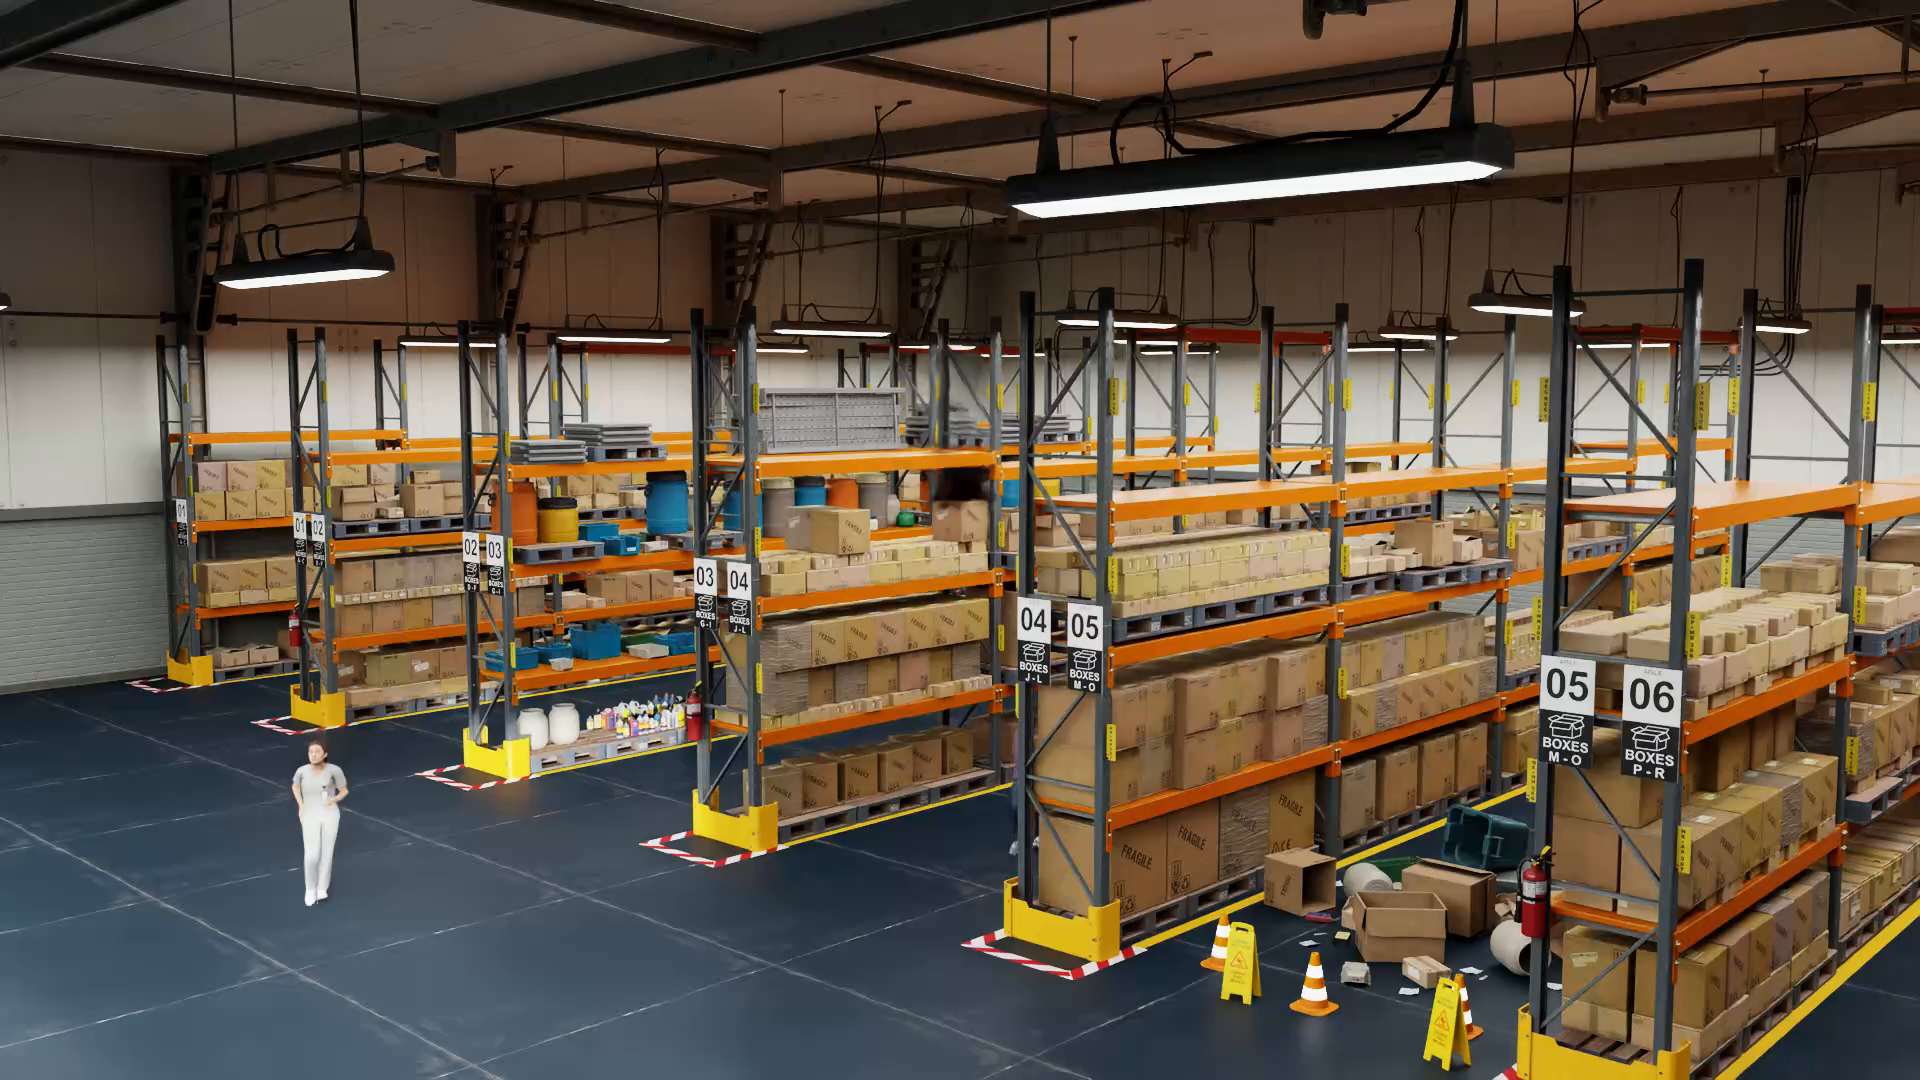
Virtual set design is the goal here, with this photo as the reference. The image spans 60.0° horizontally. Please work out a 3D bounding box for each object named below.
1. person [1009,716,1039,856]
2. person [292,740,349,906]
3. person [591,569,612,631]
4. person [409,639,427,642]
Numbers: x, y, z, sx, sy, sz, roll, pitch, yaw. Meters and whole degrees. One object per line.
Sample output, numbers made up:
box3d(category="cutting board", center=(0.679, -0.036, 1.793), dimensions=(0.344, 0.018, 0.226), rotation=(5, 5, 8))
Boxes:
box3d(category="person", center=(0.765, 2.660, 18.251), dimensions=(0.527, 1.620, 0.705), rotation=(3, 6, 28))
box3d(category="person", center=(-6.332, 2.798, 16.468), dimensions=(0.542, 1.660, 0.648), rotation=(-2, 6, -16))
box3d(category="person", center=(-6.936, 1.324, 32.441), dimensions=(0.576, 1.654, 0.730), rotation=(4, 7, 34))
box3d(category="person", center=(-9.252, 1.649, 28.385), dimensions=(0.626, 1.813, 0.865), rotation=(4, 7, 36))
